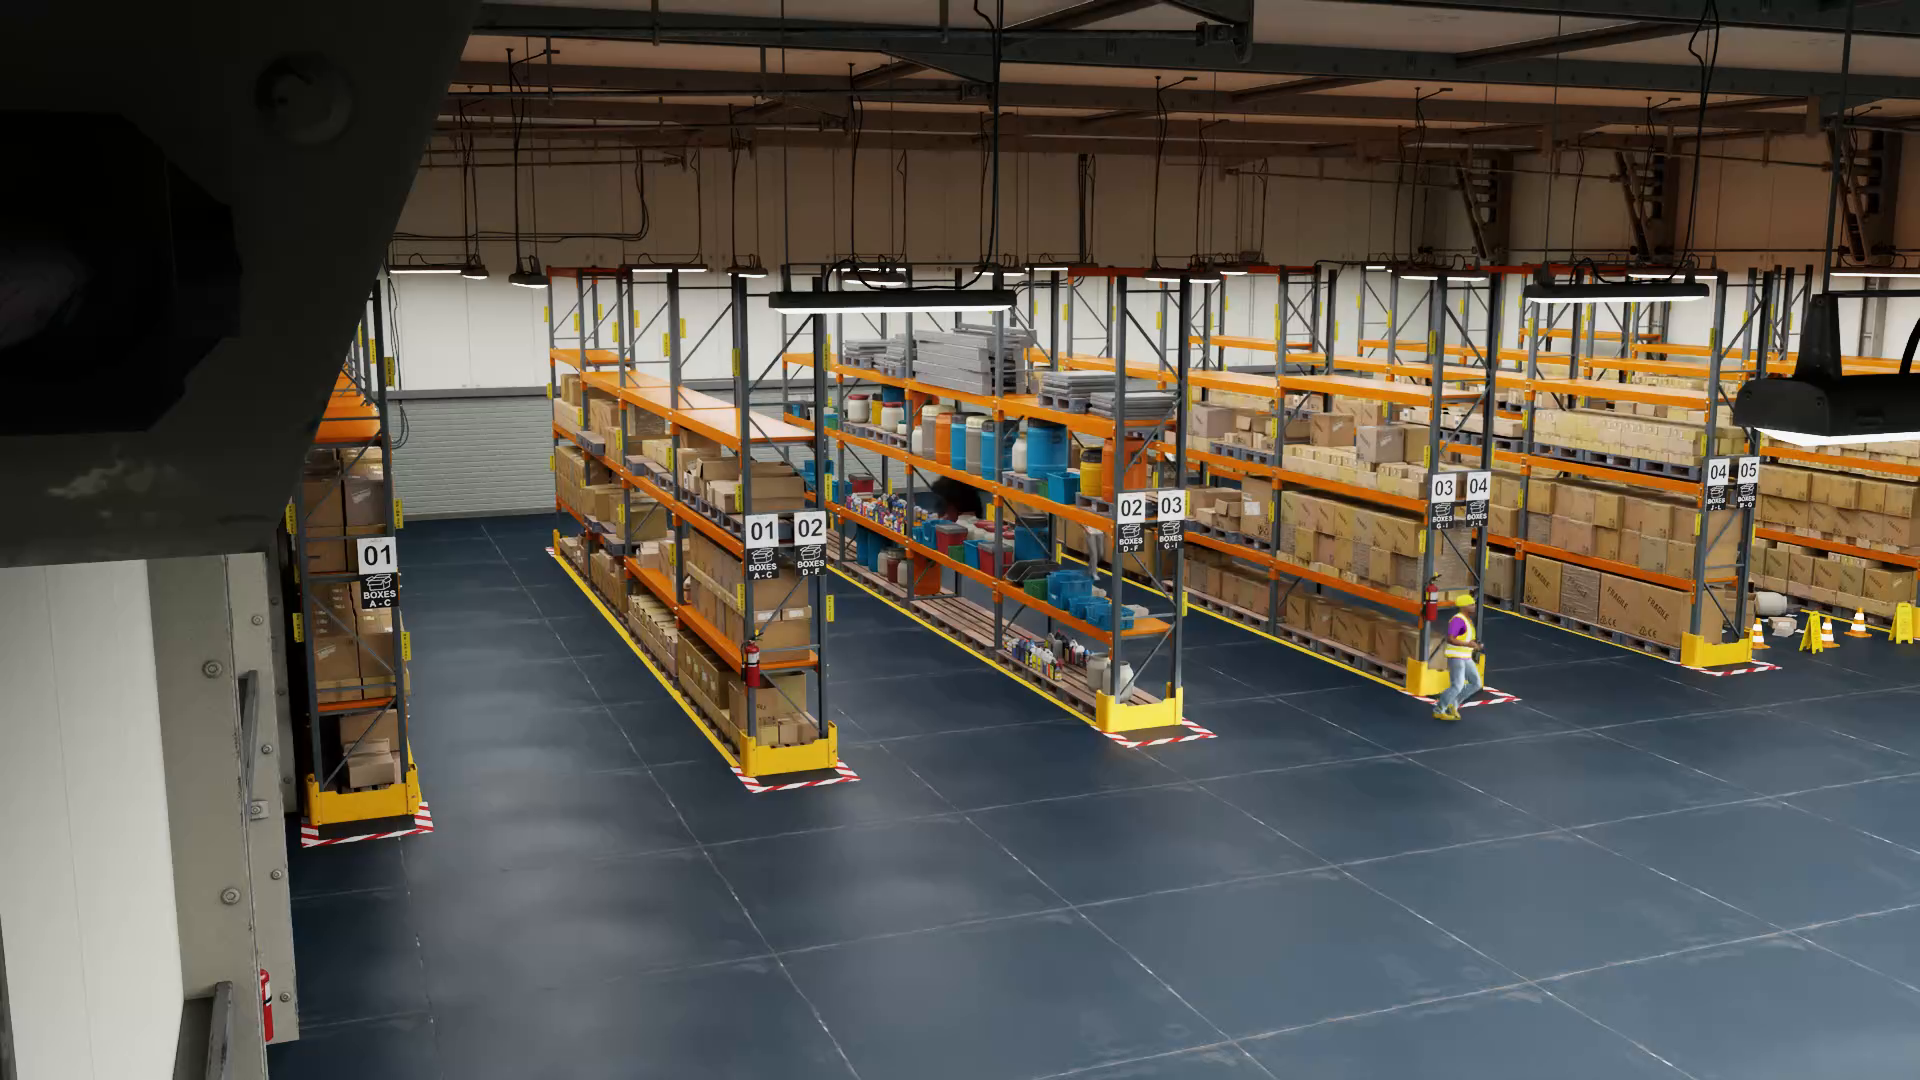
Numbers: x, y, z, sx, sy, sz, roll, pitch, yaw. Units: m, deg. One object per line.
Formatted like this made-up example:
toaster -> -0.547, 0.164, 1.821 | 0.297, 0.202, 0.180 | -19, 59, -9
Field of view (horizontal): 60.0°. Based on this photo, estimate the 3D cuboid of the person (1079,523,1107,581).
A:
person -> 2.463, -0.109, 30.801 | 0.599, 1.690, 0.539 | -4, 11, -21

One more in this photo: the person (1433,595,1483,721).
person -> 6.832, 1.598, 22.571 | 0.612, 1.721, 0.704 | 8, 12, 37

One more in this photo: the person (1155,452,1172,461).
person -> 5.056, -1.661, 41.440 | 0.651, 1.749, 0.830 | -6, 11, -30
